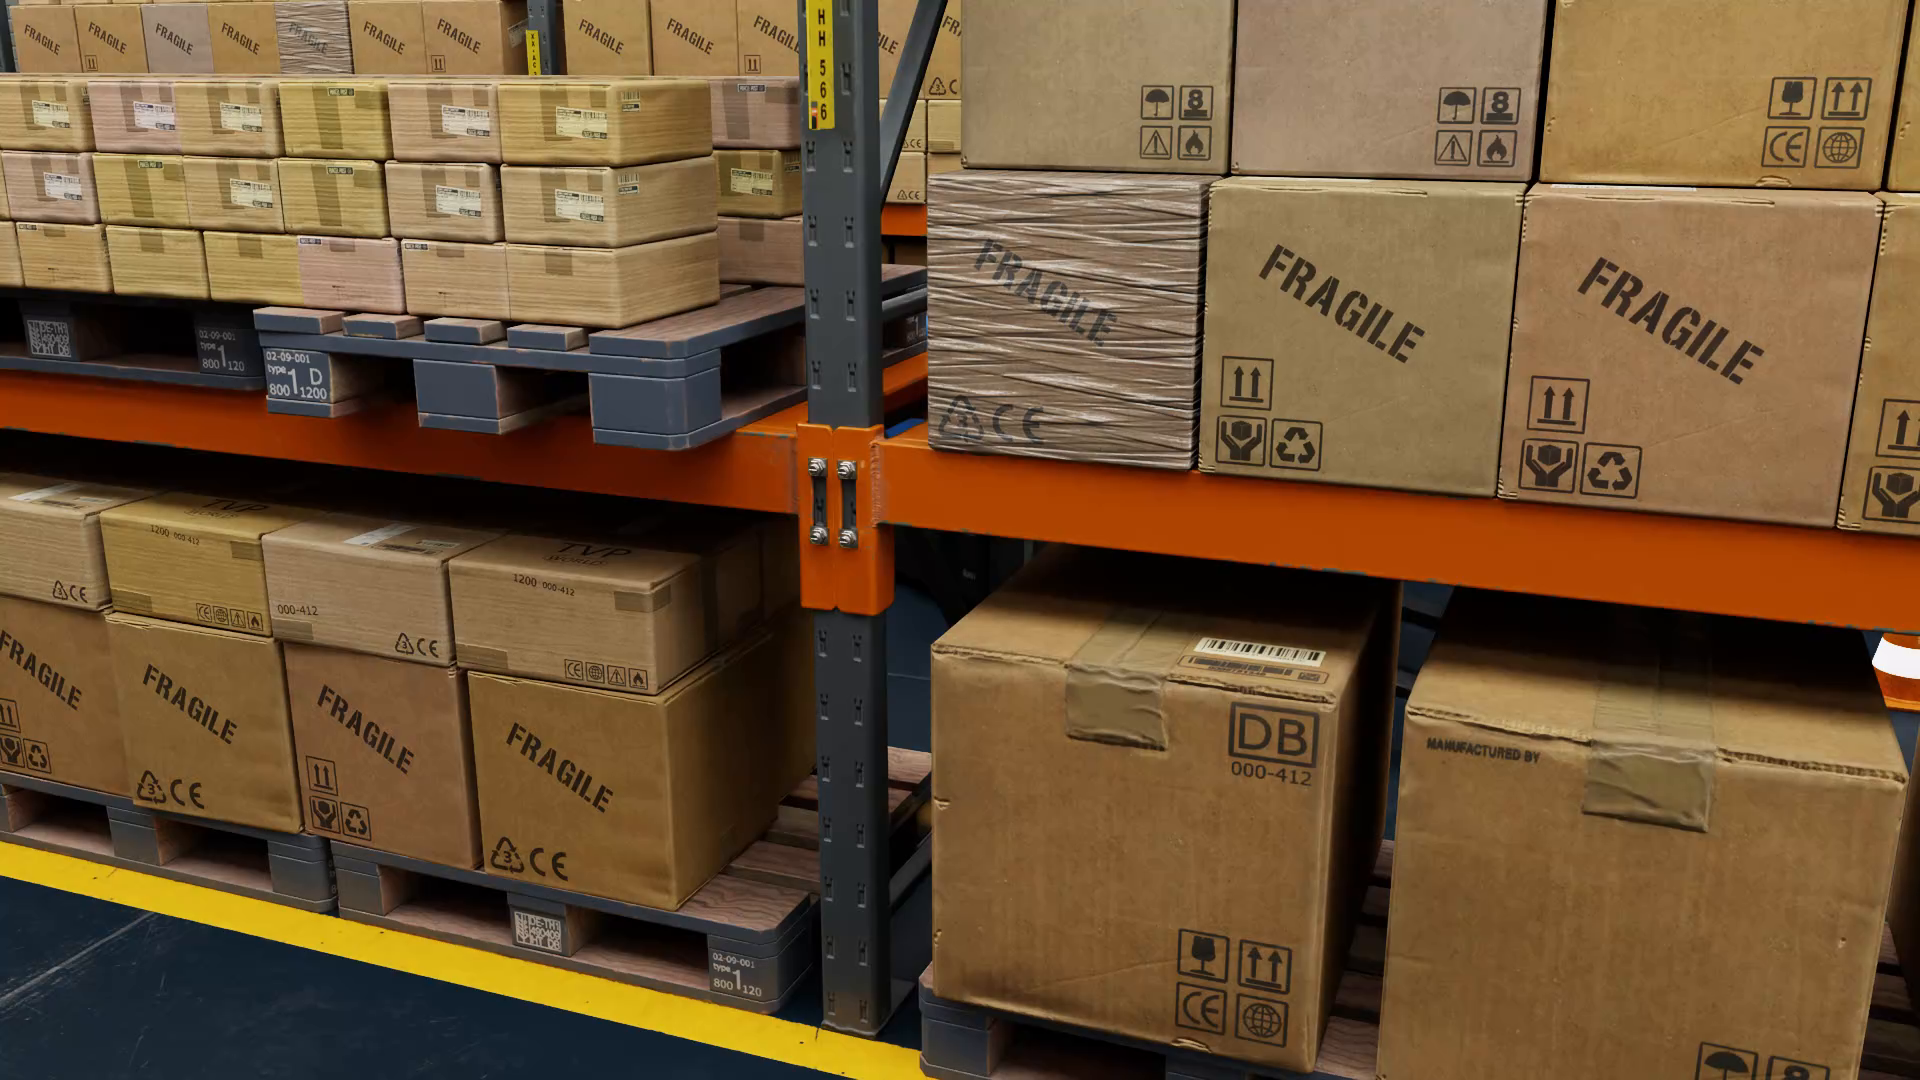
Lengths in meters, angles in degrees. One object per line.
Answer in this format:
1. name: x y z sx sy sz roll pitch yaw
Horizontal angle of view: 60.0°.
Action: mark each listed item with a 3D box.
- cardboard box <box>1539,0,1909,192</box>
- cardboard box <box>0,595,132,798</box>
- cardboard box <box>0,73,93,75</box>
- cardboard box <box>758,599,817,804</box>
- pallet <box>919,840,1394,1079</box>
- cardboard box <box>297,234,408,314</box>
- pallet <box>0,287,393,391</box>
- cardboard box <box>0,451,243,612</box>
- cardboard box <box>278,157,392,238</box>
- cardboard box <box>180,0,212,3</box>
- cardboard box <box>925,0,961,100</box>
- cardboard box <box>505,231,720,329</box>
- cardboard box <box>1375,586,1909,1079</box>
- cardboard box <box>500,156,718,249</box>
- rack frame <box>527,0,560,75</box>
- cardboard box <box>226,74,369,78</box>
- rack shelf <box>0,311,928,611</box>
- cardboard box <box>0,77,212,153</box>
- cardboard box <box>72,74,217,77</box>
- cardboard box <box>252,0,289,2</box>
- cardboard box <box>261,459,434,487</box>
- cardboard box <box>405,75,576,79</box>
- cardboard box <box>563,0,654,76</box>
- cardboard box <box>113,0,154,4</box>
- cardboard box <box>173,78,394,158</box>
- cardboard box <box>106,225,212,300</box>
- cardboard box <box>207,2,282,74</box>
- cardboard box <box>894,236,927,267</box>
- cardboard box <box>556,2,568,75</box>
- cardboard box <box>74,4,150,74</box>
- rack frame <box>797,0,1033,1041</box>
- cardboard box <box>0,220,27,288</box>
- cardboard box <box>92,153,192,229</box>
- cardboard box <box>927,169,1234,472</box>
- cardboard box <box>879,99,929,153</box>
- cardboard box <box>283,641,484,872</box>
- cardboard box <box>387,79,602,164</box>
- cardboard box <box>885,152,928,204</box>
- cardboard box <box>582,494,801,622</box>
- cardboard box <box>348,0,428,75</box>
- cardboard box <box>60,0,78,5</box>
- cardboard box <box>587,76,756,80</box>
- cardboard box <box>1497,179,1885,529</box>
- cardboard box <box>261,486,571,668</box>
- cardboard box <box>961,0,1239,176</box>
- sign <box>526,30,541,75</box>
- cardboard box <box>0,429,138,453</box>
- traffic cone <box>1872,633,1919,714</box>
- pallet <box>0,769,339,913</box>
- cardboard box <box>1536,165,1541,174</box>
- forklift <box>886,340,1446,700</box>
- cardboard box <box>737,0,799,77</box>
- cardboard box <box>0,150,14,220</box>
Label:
1. cardboard box: 1.308 -0.892 2.892 0.500 0.500 0.700 6 17 20
2. cardboard box: -2.201 0.322 4.413 0.500 0.500 0.500 7 17 22
3. cardboard box: -2.597 -1.220 4.625 0.250 0.149 0.380 6 17 20
4. cardboard box: -0.619 0.345 4.336 0.500 0.500 0.500 6 17 18
5. pallet: 0.651 0.924 3.612 1.213 0.211 1.003 6 17 21
6. cardboard box: -1.152 -0.580 3.488 0.250 0.149 0.380 7 17 22
7. pallet: -1.911 -0.615 4.256 1.213 0.211 1.003 6 17 21
8. cardboard box: -2.216 -0.035 4.298 0.500 0.250 0.500 7 18 23
9. cardboard box: -1.176 -0.725 3.454 0.250 0.149 0.380 7 17 22
10. cardboard box: -4.345 -3.223 9.759 0.250 0.149 0.380 6 17 21
11. cardboard box: 0.151 -2.426 8.176 0.500 0.500 0.500 6 17 21
12. cardboard box: -0.682 -0.528 3.308 0.250 0.149 0.380 7 17 22
13. cardboard box: 1.293 0.538 3.224 0.750 0.750 1.050 7 17 21
14. cardboard box: -0.681 -0.672 3.271 0.250 0.149 0.380 7 17 22
15. rack frame: -2.054 -2.219 9.436 0.127 3.000 1.000 6 17 21
16. cardboard box: -1.637 -1.114 4.260 0.250 0.149 0.380 7 18 22
17. rack shelf: -1.915 -0.374 4.374 4.000 0.370 1.077 6 17 21
18. cardboard box: -1.881 -0.946 3.683 0.250 0.149 0.380 7 18 23
19. cardboard box: -2.119 -1.167 4.445 0.250 0.149 0.380 5 17 18
20. cardboard box: -3.857 -3.176 9.596 0.250 0.149 0.380 6 17 21
21. cardboard box: -1.535 -0.116 4.578 0.500 0.250 0.500 6 17 21
22. cardboard box: -1.137 -1.060 4.075 0.250 0.149 0.380 6 17 18
23. cardboard box: -1.750 -2.627 8.871 0.500 0.500 0.500 6 17 21
24. cardboard box: -4.825 -3.273 9.930 0.250 0.149 0.380 6 17 19
25. cardboard box: -1.405 -0.893 3.499 0.250 0.149 0.380 7 18 22
26. cardboard box: -1.634 -0.633 3.672 0.250 0.149 0.380 5 17 18
27. cardboard box: -4.003 -2.881 9.743 0.500 0.500 0.500 6 17 21
28. cardboard box: 0.227 -1.175 8.900 0.875 0.875 0.875 7 17 21
29. cardboard box: -2.408 -2.858 9.667 0.500 0.500 0.500 6 17 21
30. cardboard box: -4.949 -2.982 10.093 0.500 0.500 0.500 6 17 19
31. rack frame: -0.055 -0.515 3.569 0.127 3.000 1.000 6 17 21
32. cardboard box: -2.128 -0.687 3.858 0.250 0.149 0.380 5 17 18
33. cardboard box: -1.639 -0.777 3.632 0.250 0.149 0.380 6 17 20
34. cardboard box: 0.264 -0.447 3.155 0.500 0.500 0.500 6 17 21
35. cardboard box: -0.322 -2.113 8.443 0.500 0.250 0.500 6 17 19
36. cardboard box: -1.245 0.430 4.043 0.500 0.500 0.500 7 18 23
37. cardboard box: -0.912 -0.840 3.316 0.250 0.149 0.380 6 17 20
38. cardboard box: -0.327 -1.871 8.506 0.500 0.250 0.500 6 17 20
39. cardboard box: -0.607 -0.010 4.213 0.500 0.250 0.500 5 17 18
40. cardboard box: -3.063 -2.778 9.388 0.500 0.500 0.500 6 17 20
41. cardboard box: -5.276 -3.351 10.200 0.250 0.149 0.380 7 17 22
42. cardboard box: -0.665 -1.006 3.890 0.250 0.149 0.380 6 17 19
43. cardboard box: 1.207 -0.344 2.800 0.500 0.500 0.500 6 17 21
44. cardboard box: -1.261 0.073 3.929 0.500 0.250 0.500 7 17 21
45. cardboard box: 0.359 -0.995 3.248 0.500 0.500 0.700 6 17 20
46. sign: -2.256 -2.528 8.808 0.005 0.325 0.100 6 17 21
47. cardboard box: -2.517 -0.219 4.934 0.500 0.250 0.500 7 18 23
48. traffic cone: 3.085 0.284 5.366 0.334 0.463 0.336 6 17 21
49. pallet: -1.912 0.618 4.665 1.213 0.211 1.003 6 17 21
50. cardboard box: 0.926 -0.536 3.459 0.500 0.500 0.500 6 17 21
51. forklift: 0.821 -1.086 5.658 1.130 2.935 3.031 -12 20 -36
52. cardboard box: -0.801 -2.530 8.537 0.500 0.500 0.500 6 17 19
53. cardboard box: -2.122 -0.829 3.814 0.250 0.149 0.380 6 17 20
